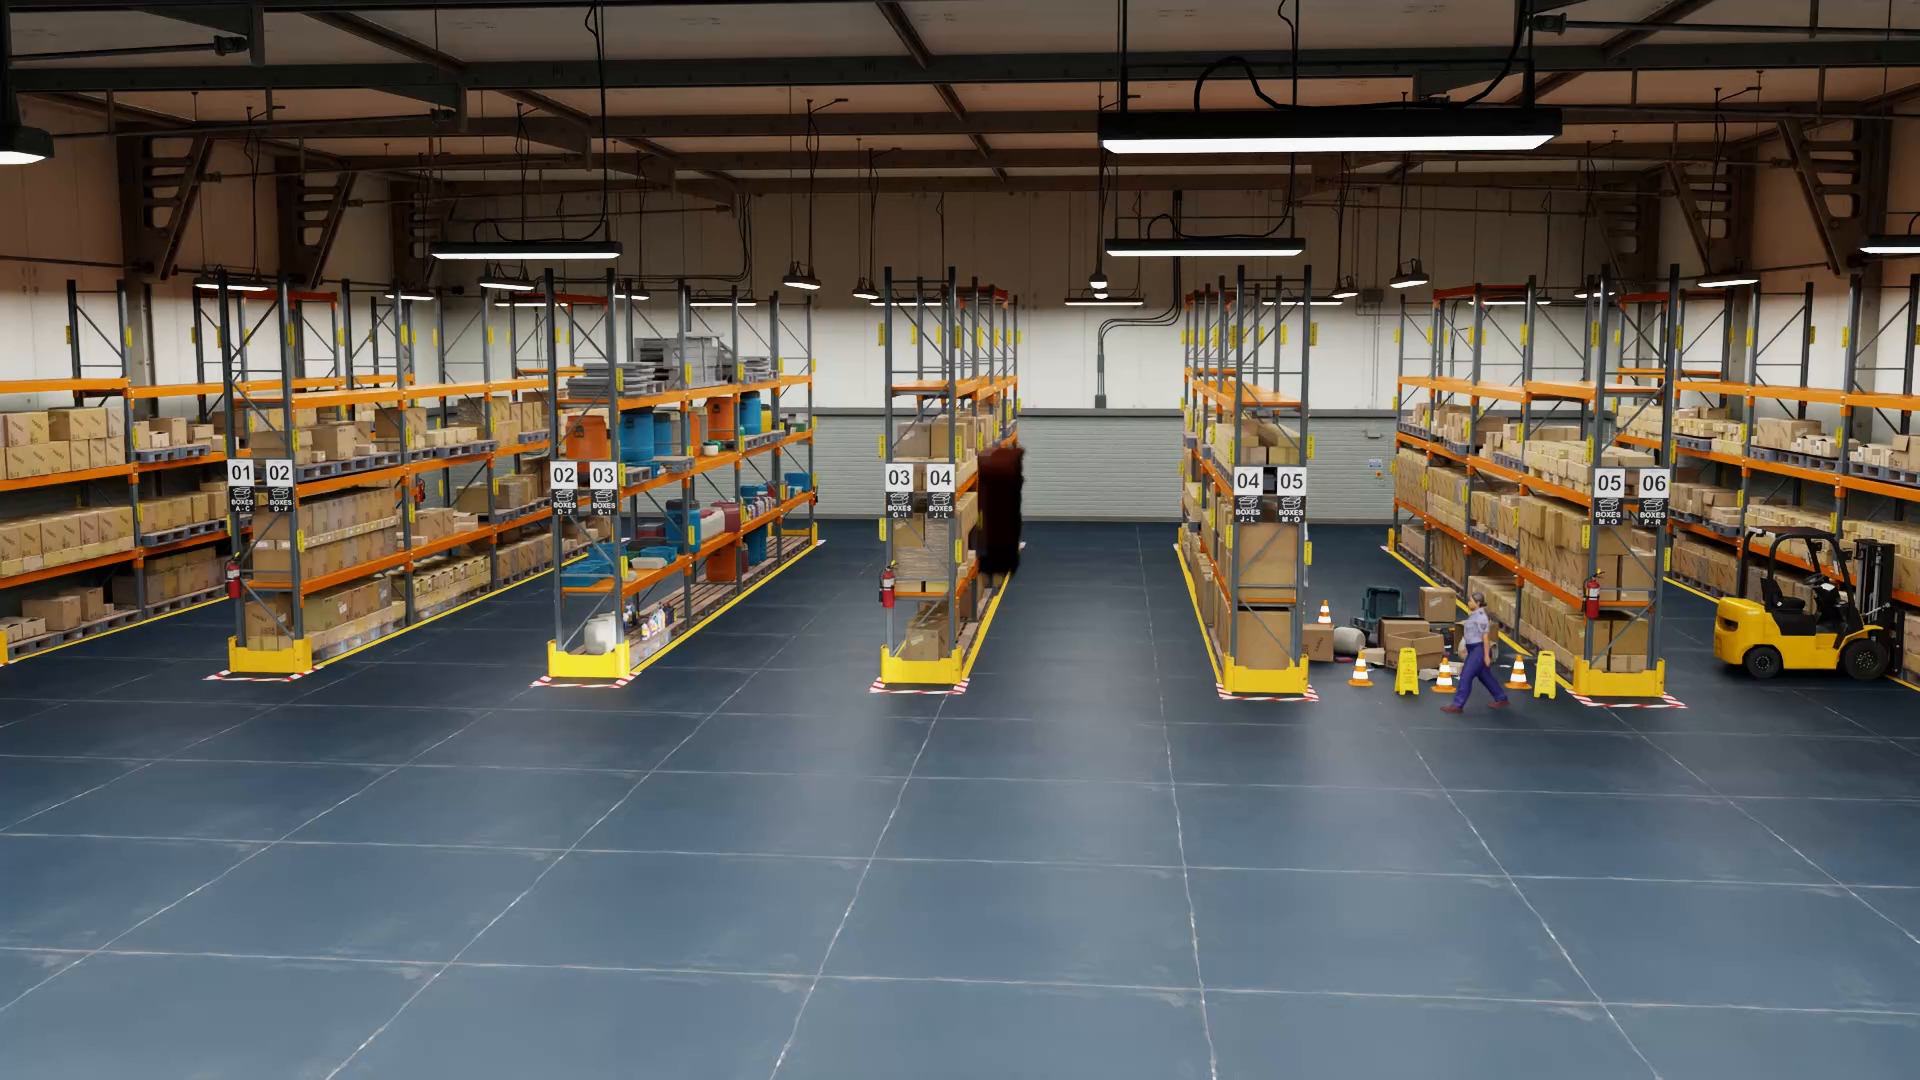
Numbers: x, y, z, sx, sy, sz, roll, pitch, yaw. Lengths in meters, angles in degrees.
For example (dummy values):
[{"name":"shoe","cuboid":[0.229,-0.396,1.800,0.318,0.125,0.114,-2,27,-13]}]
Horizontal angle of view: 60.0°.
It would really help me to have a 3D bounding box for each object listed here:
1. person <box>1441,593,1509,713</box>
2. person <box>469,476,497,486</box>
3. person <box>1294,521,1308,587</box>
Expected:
[{"name":"person","cuboid":[6.909,1.510,22.232,0.975,1.575,0.503,0,7,2]},{"name":"person","cuboid":[-12.216,-0.911,42.686,0.962,1.464,0.601,2,7,17]},{"name":"person","cuboid":[6.790,0.178,33.391,0.472,1.646,0.495,0,7,3]}]
